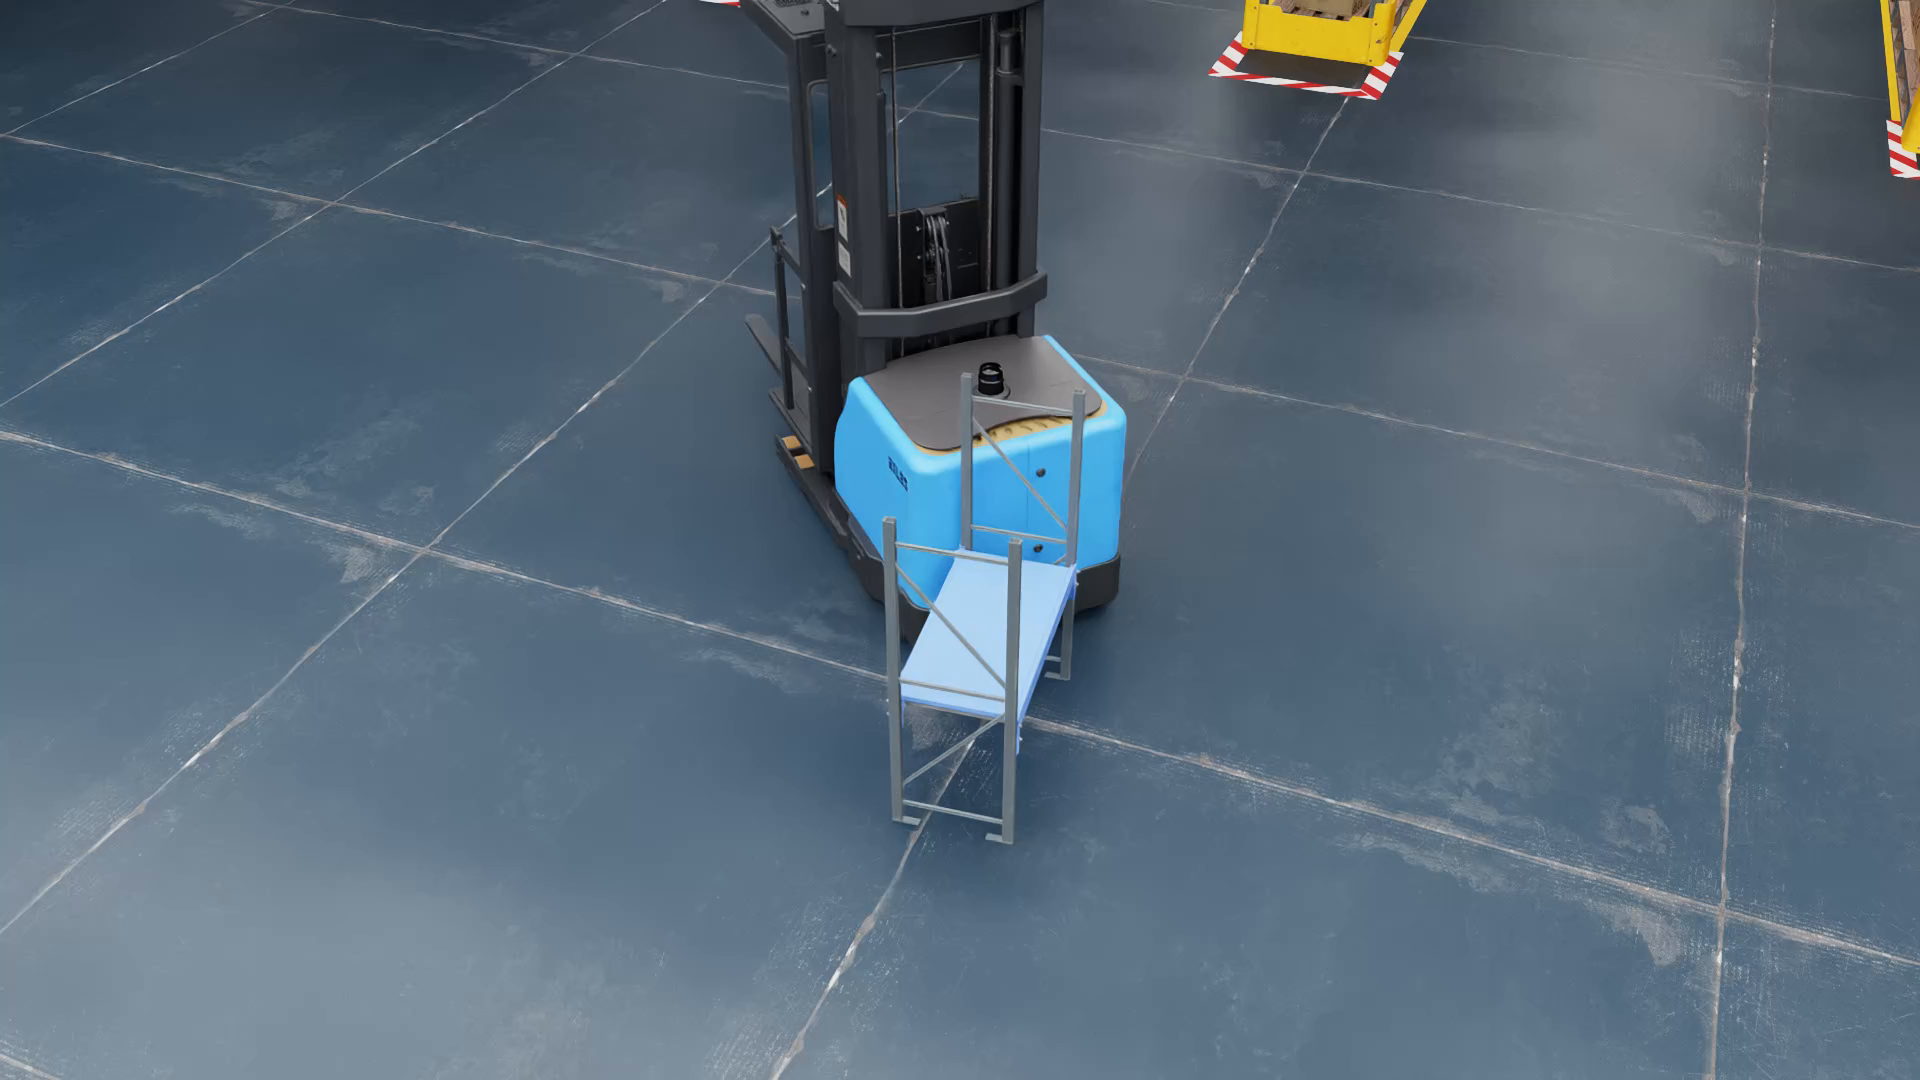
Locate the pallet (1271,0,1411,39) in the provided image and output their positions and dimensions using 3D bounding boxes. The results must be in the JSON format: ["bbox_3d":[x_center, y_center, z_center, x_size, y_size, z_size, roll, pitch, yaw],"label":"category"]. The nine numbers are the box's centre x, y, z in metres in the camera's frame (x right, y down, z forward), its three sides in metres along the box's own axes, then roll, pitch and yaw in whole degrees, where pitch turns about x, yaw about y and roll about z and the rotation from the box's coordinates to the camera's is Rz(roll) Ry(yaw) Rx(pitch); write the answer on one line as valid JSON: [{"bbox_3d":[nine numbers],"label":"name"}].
[{"bbox_3d":[3.244,-4.539,14.146,1.003,0.211,1.213,14,39,18],"label":"pallet"}]

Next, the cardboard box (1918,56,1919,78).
[{"bbox_3d":[7.619,-3.694,12.110,0.875,0.875,0.875,14,39,18],"label":"cardboard box"}]

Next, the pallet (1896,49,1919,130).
[{"bbox_3d":[7.654,-3.330,12.528,1.003,0.211,1.213,14,39,18],"label":"pallet"}]

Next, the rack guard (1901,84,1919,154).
[{"bbox_3d":[7.413,-2.972,11.808,1.175,0.500,0.348,14,39,18],"label":"rack guard"}]

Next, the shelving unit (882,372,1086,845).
[{"bbox_3d":[0.111,0.274,6.631,0.538,1.500,1.048,10,38,13],"label":"shelving unit"}]

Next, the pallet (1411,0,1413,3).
[{"bbox_3d":[3.710,-5.212,15.047,1.003,0.211,1.213,14,39,18],"label":"pallet"}]

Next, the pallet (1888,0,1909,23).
[{"bbox_3d":[8.582,-4.681,14.336,1.003,0.211,1.213,14,39,18],"label":"pallet"}]

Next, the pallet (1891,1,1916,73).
[{"bbox_3d":[8.120,-4.003,13.429,1.003,0.211,1.213,14,39,18],"label":"pallet"}]

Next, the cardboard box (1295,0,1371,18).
[{"bbox_3d":[3.127,-4.681,13.744,0.500,0.500,0.500,21,42,26],"label":"cardboard box"}]

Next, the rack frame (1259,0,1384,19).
[{"bbox_3d":[2.873,-5.172,12.664,1.000,3.000,0.127,14,39,18],"label":"rack frame"}]

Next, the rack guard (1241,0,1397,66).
[{"bbox_3d":[2.902,-4.213,13.469,1.175,0.500,0.348,14,39,18],"label":"rack guard"}]

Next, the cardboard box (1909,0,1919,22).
[{"bbox_3d":[8.300,-4.686,13.437,0.875,0.875,0.875,14,39,18],"label":"cardboard box"}]

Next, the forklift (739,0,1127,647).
[{"bbox_3d":[-0.320,-1.547,7.871,1.130,2.935,3.031,-15,39,-19],"label":"forklift"}]

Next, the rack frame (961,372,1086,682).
[{"bbox_3d":[0.250,-0.019,7.023,0.500,1.500,0.032,10,38,13],"label":"rack frame"}]

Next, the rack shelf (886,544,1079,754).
[{"bbox_3d":[0.111,0.418,6.739,0.538,0.185,1.000,10,38,13],"label":"rack shelf"}]

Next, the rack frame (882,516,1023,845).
[{"bbox_3d":[-0.028,0.566,6.240,0.500,1.500,0.032,10,38,13],"label":"rack frame"}]

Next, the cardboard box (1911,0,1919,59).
[{"bbox_3d":[7.952,-4.181,12.763,0.875,0.875,0.875,13,39,17],"label":"cardboard box"}]
